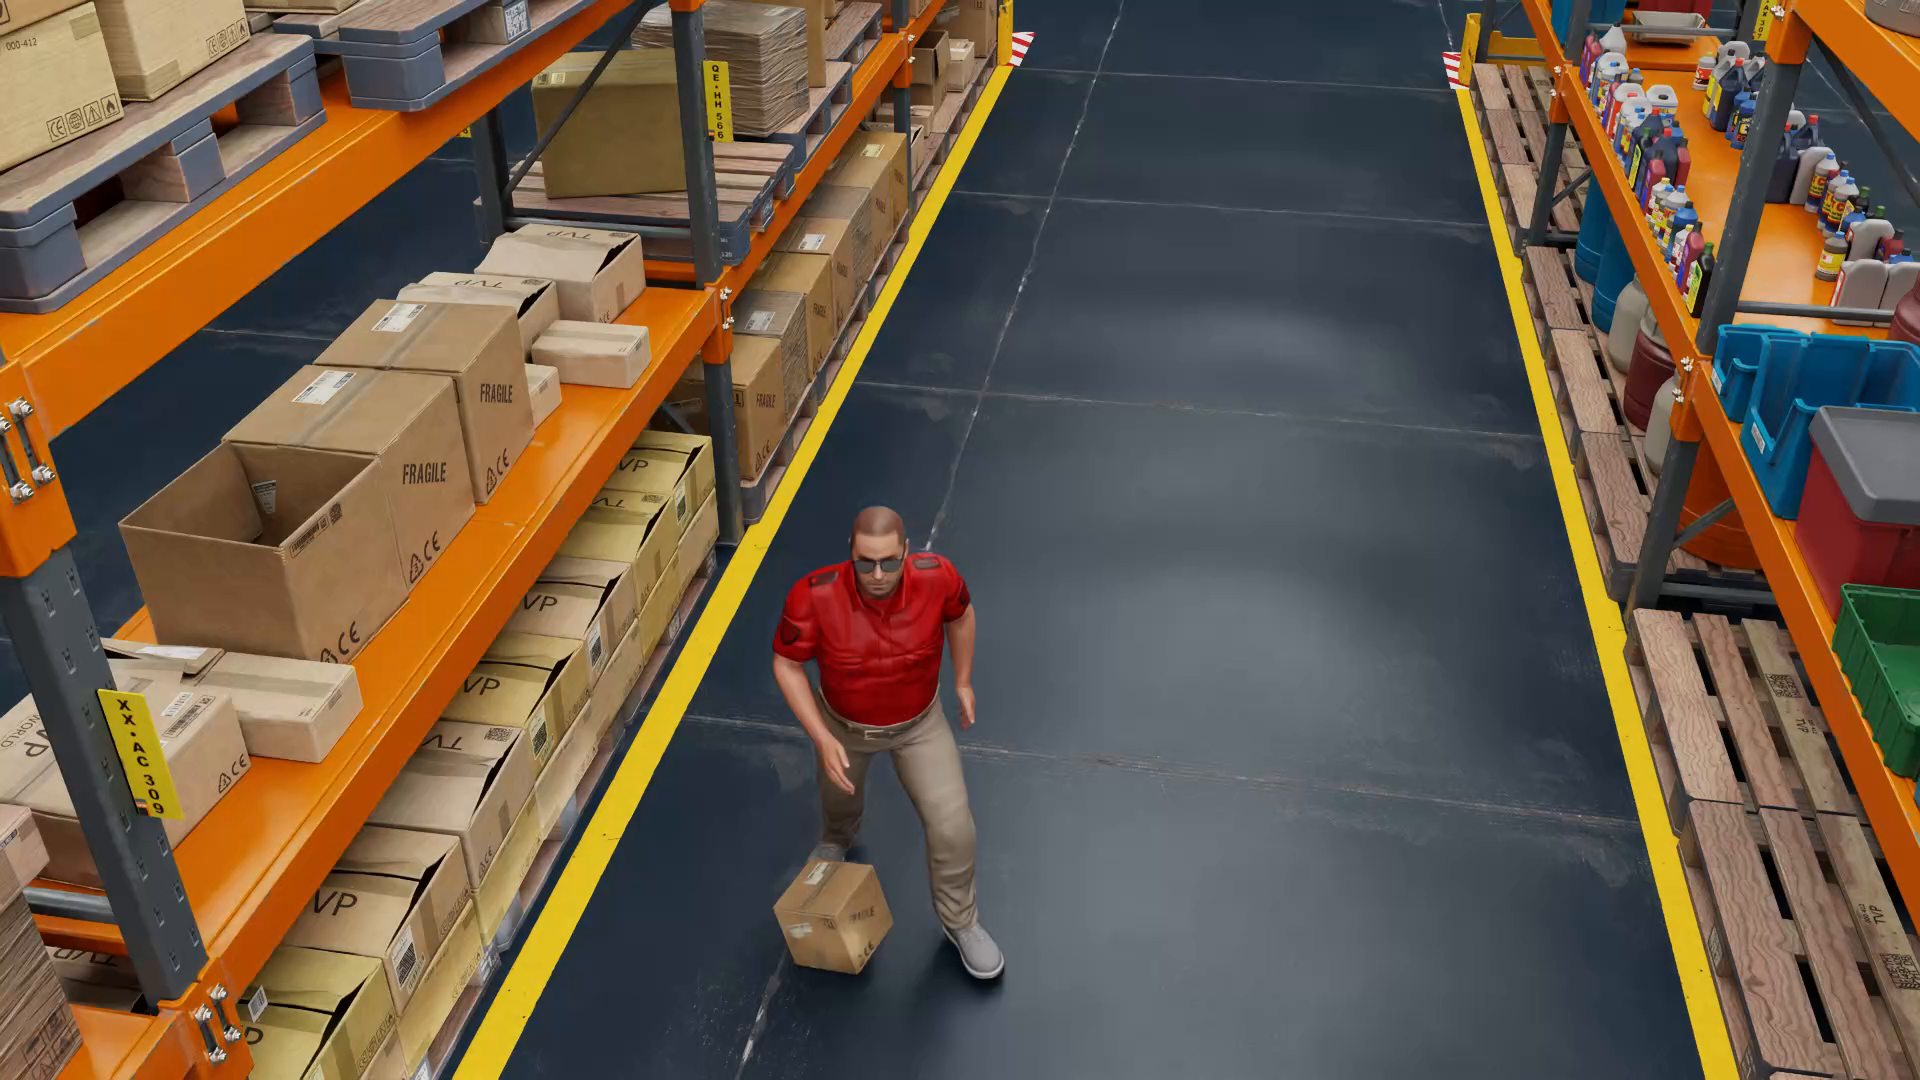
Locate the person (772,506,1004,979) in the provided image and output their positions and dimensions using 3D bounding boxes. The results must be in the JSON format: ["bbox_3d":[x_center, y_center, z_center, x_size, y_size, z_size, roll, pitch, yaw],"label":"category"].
[{"bbox_3d":[-0.232,0.560,5.292,0.696,1.671,0.815,-3,32,-4],"label":"person"}]
